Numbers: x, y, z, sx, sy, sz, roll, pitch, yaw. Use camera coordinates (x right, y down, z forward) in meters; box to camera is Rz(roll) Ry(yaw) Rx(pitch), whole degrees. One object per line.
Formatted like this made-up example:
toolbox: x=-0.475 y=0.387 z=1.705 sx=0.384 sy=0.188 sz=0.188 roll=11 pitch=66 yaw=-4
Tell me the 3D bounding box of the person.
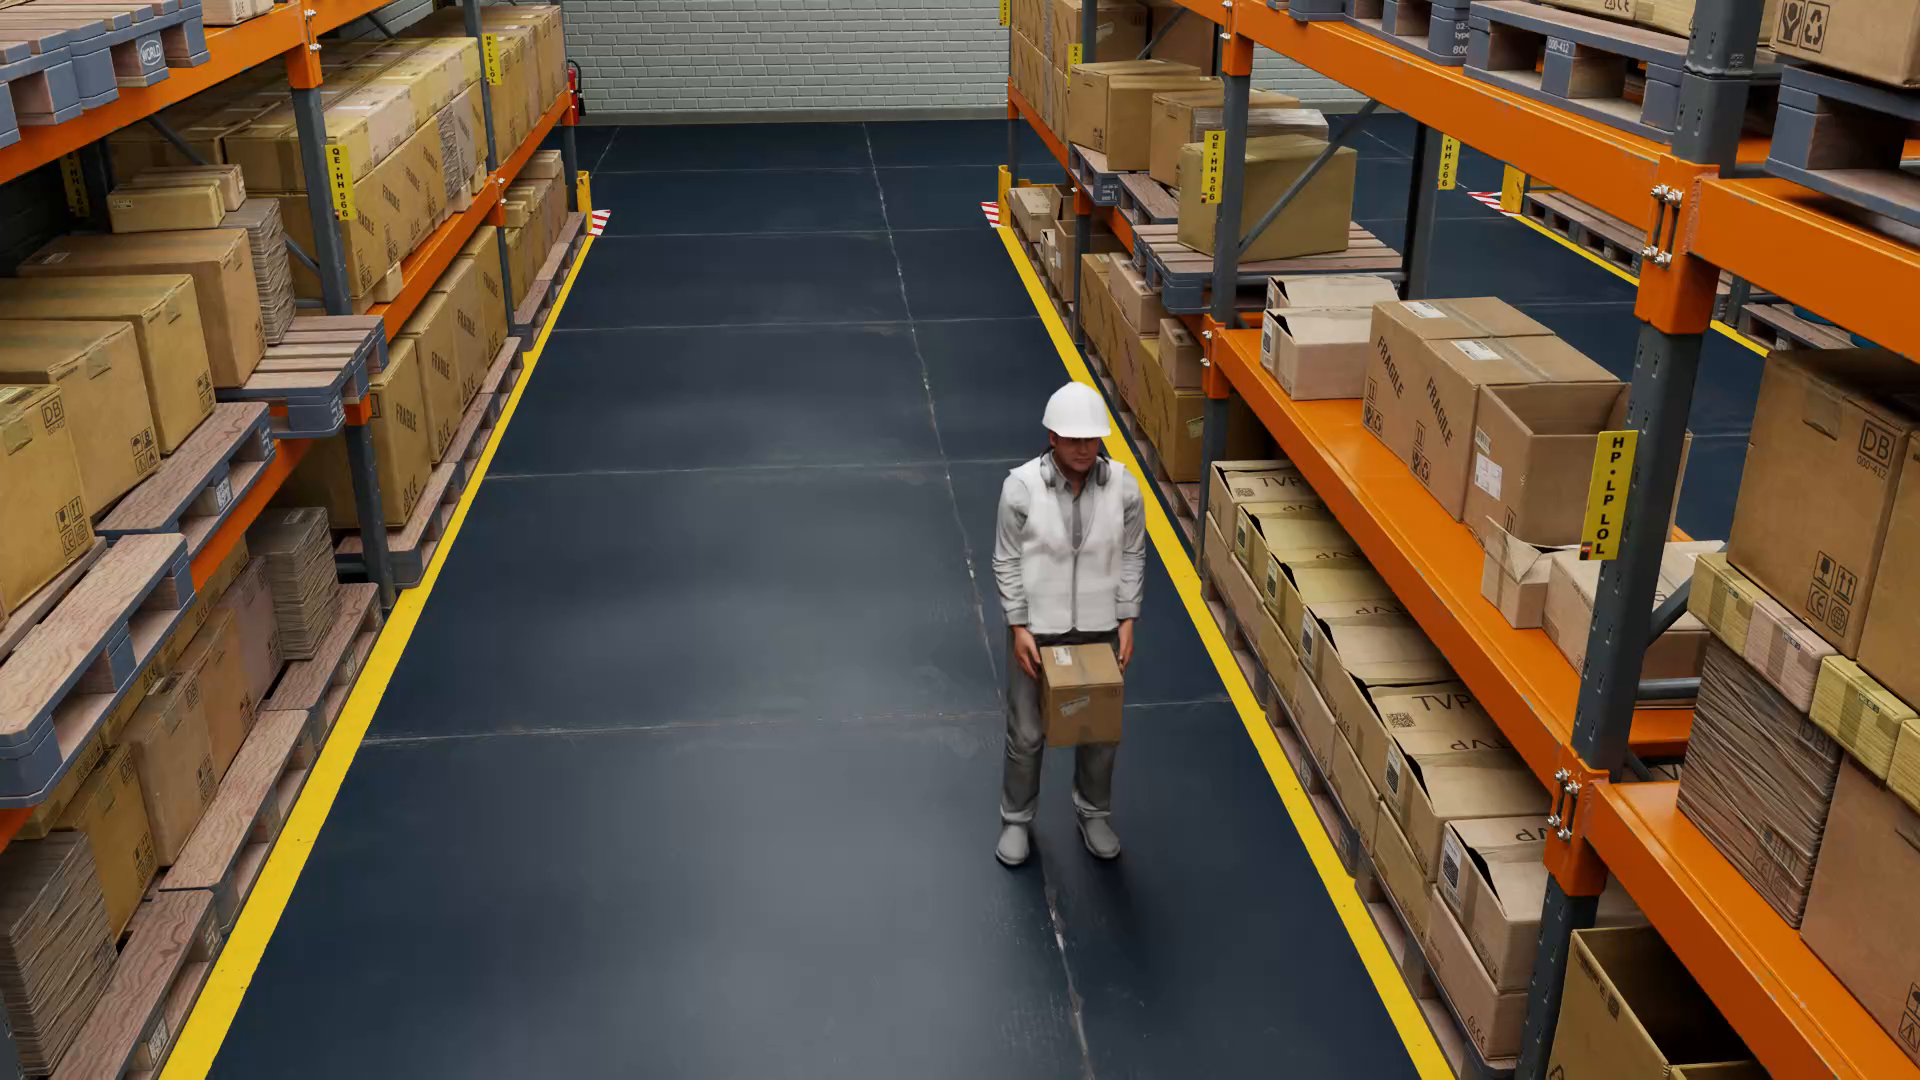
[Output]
person: x=0.363 y=0.300 z=5.869 sx=0.507 sy=1.779 sz=0.458 roll=-3 pitch=24 yaw=-6
